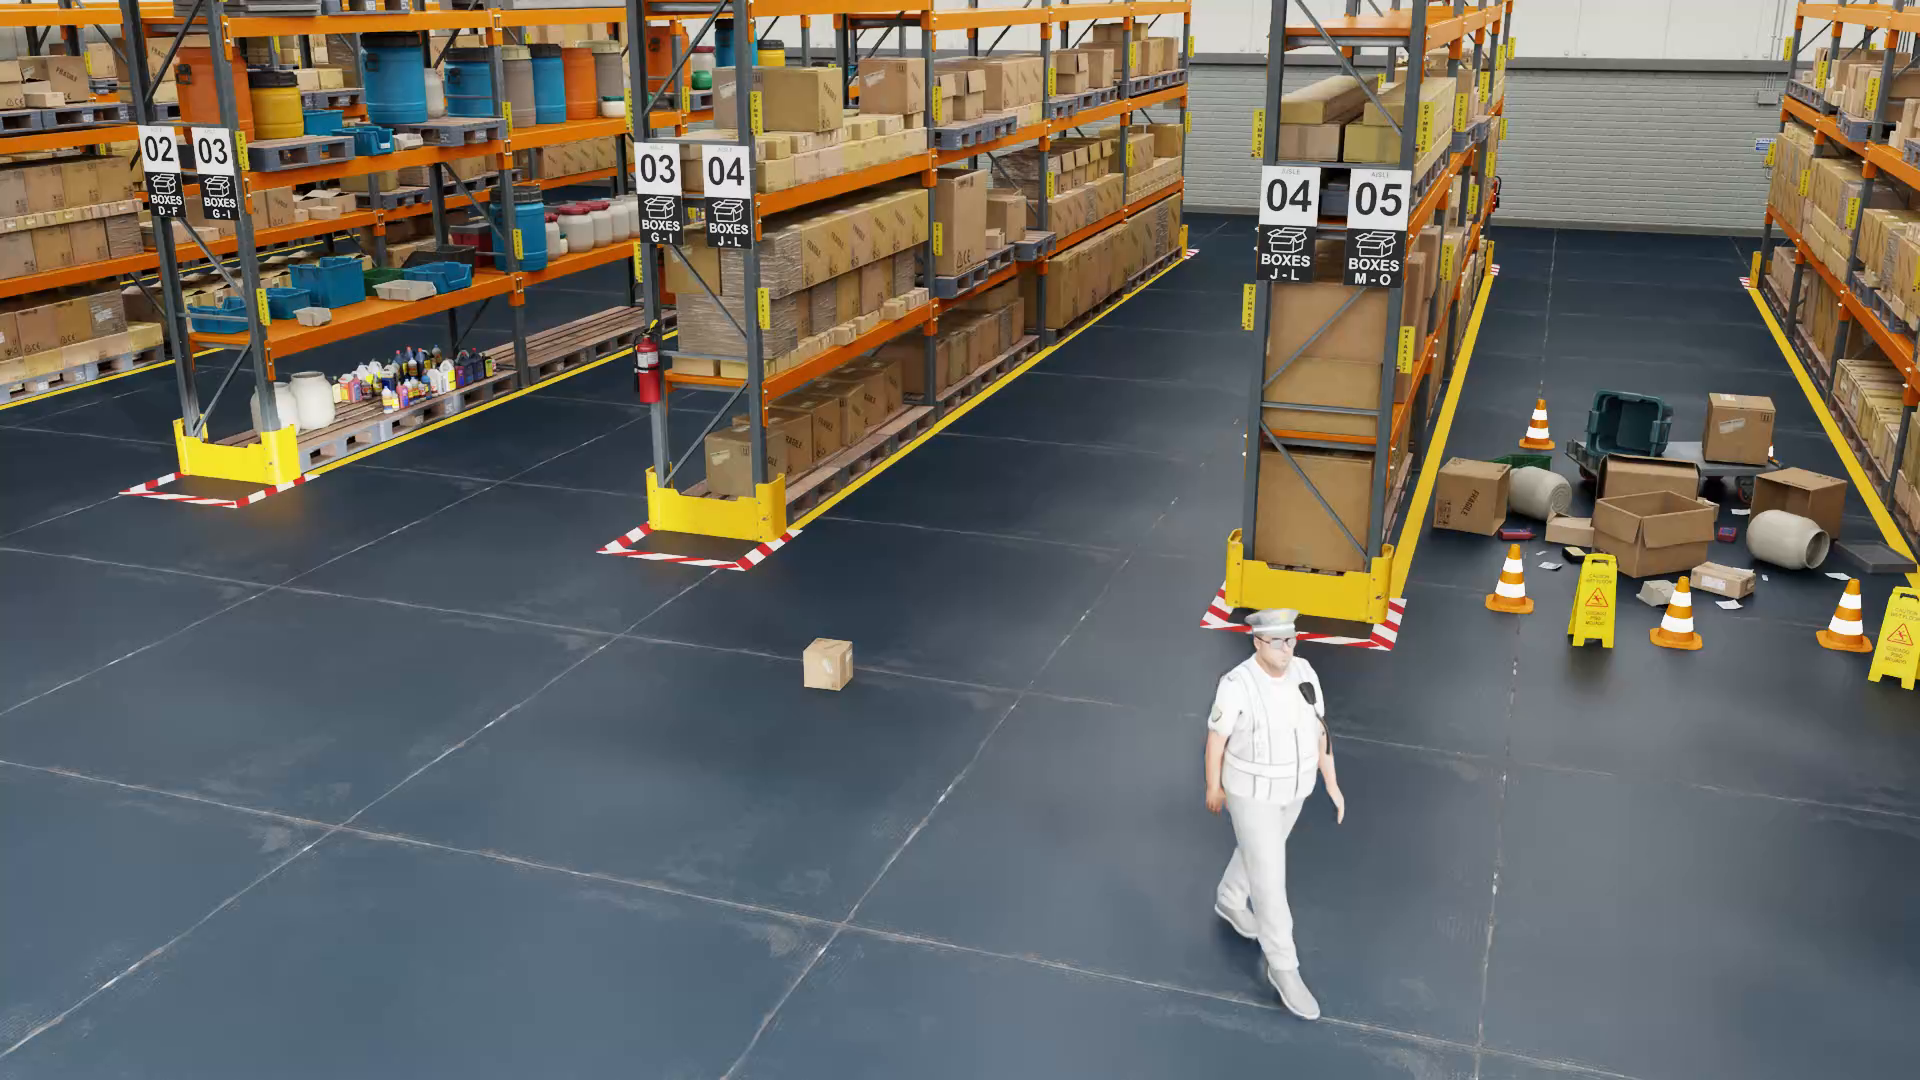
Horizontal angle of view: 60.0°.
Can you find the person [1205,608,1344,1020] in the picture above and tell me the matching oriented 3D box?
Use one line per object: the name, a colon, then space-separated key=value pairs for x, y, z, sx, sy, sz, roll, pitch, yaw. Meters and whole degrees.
person: x=1.474 y=1.153 z=7.565 sx=0.529 sy=1.767 sz=0.903 roll=-11 pitch=21 yaw=-29
